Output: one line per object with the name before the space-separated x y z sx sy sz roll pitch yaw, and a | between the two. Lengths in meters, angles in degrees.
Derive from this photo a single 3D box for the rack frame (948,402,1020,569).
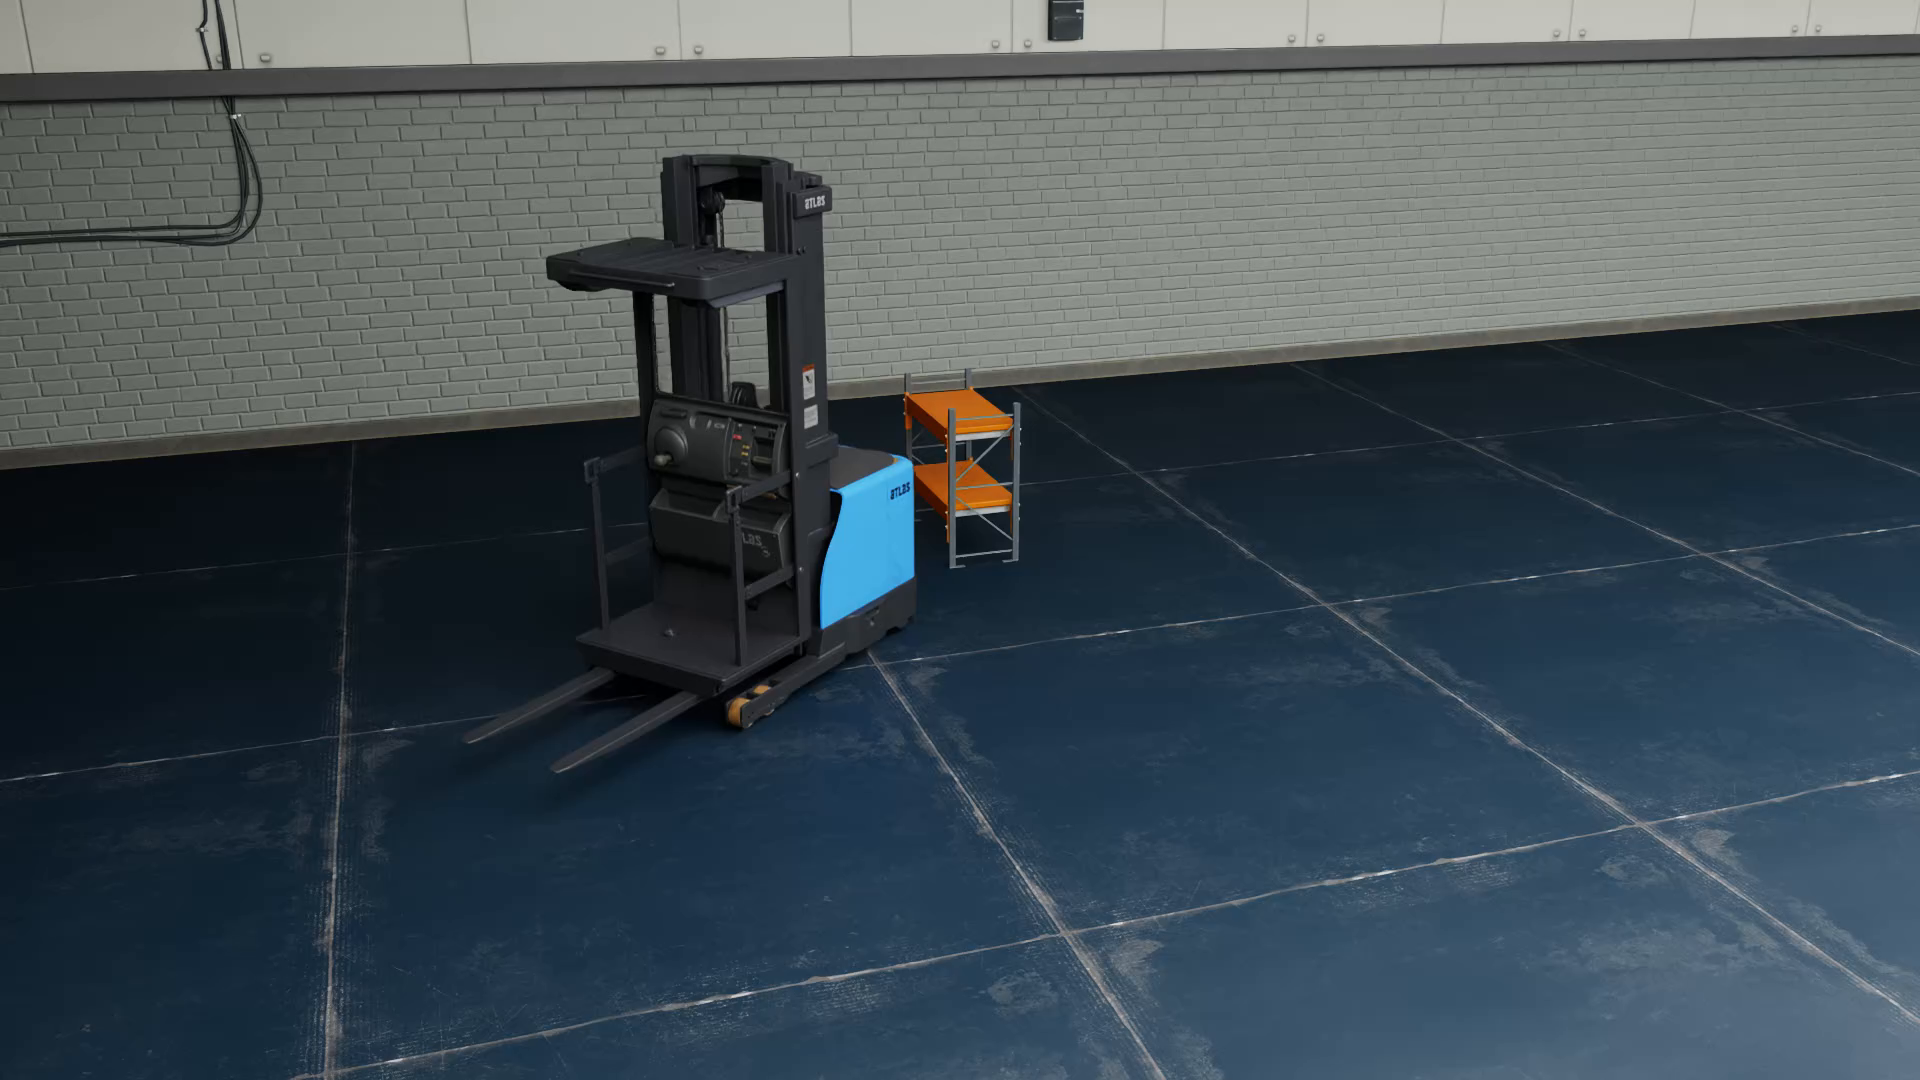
rack frame | 0.162 -0.364 11.266 0.500 1.125 0.032 -6 21 -17

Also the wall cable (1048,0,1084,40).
wall cable | 1.914 -7.478 14.393 2.305 6.003 0.169 -6 21 -17

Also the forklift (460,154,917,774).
forklift | -1.464 -0.531 9.059 1.130 2.935 3.031 12 23 29

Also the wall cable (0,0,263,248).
wall cable | -7.103 -3.412 12.699 3.097 2.526 0.112 -6 21 -17

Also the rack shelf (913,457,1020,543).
rack shelf | 0.002 -0.297 11.803 0.538 0.278 1.000 -6 21 -17

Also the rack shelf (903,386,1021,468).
rack shelf | 0.002 -0.803 11.621 0.538 0.278 1.000 -6 21 -17

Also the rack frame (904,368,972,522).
rack frame | -0.158 -0.690 12.174 0.500 1.125 0.032 -6 21 -17

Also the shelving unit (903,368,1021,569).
shelving unit | 0.002 -0.527 11.720 0.538 1.125 1.048 -6 21 -17
